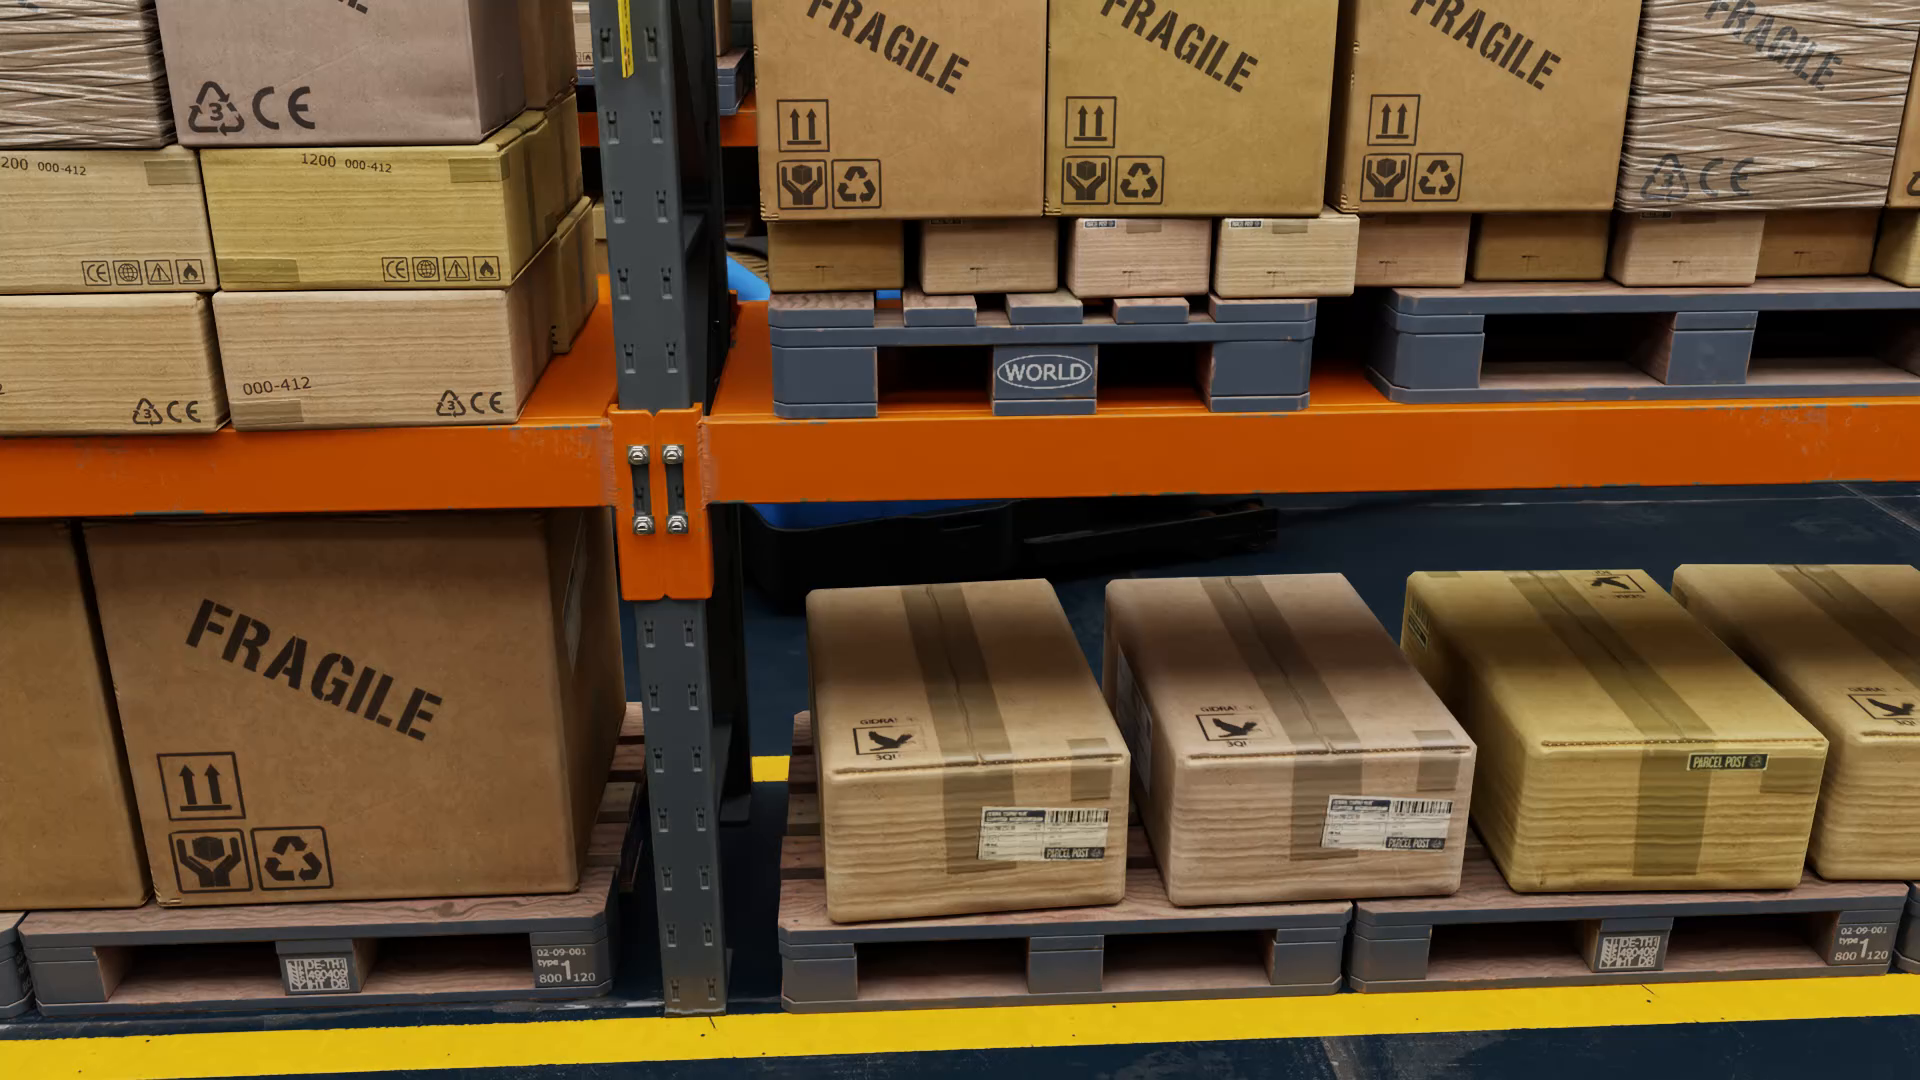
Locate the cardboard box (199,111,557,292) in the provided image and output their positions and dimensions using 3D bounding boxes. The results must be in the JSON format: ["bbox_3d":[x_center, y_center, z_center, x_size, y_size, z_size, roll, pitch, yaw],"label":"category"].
[{"bbox_3d":[-1.053,-0.641,3.097,0.500,0.250,0.500,-1,21,-3],"label":"cardboard box"}]

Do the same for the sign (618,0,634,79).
[{"bbox_3d":[-0.549,-0.922,2.699,0.005,0.325,0.100,-1,21,-3],"label":"sign"}]

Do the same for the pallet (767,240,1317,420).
[{"bbox_3d":[0.121,-0.540,3.594,1.003,0.211,1.213,-1,21,-3],"label":"pallet"}]

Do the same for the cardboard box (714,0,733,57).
[{"bbox_3d":[-1.394,-2.629,8.079,0.500,0.500,0.500,0,21,-1],"label":"cardboard box"}]

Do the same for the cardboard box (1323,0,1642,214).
[{"bbox_3d":[0.928,-0.913,3.154,0.500,0.500,0.500,-1,21,-2],"label":"cardboard box"}]

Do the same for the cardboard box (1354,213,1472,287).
[{"bbox_3d":[0.823,-0.611,3.273,0.250,0.149,0.380,0,21,0],"label":"cardboard box"}]

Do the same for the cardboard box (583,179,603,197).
[{"bbox_3d":[-1.920,-1.743,8.494,0.250,0.149,0.380,-1,21,-2],"label":"cardboard box"}]

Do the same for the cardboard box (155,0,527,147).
[{"bbox_3d":[-1.086,-0.988,2.955,0.500,0.500,0.500,-2,21,-5],"label":"cardboard box"}]

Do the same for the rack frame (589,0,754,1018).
[{"bbox_3d":[-0.584,-0.578,3.422,0.127,3.000,1.000,-1,21,-3],"label":"rack frame"}]

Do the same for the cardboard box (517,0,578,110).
[{"bbox_3d":[-1.091,-1.169,3.429,0.500,0.500,0.500,-2,21,-5],"label":"cardboard box"}]

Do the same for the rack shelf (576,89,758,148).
[{"bbox_3d":[-2.868,-1.964,8.075,4.000,0.370,1.077,-1,21,-3],"label":"rack shelf"}]

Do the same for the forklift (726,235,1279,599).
[{"bbox_3d":[0.610,-1.473,5.871,3.031,2.935,1.130,-8,22,-21],"label":"forklift"}]

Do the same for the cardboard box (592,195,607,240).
[{"bbox_3d":[-1.621,-1.555,8.002,0.250,0.149,0.380,-2,21,-6],"label":"cardboard box"}]

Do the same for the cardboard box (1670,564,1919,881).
[{"bbox_3d":[2.168,0.400,3.957,0.625,0.372,0.950,0,21,0],"label":"cardboard box"}]

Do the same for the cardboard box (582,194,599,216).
[{"bbox_3d":[-1.886,-1.566,8.029,0.250,0.149,0.380,-2,21,-5],"label":"cardboard box"}]

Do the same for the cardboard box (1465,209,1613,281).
[{"bbox_3d":[1.103,-0.631,3.324,0.250,0.149,0.380,0,21,-1],"label":"cardboard box"}]

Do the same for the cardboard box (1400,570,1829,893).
[{"bbox_3d":[1.474,0.415,3.918,0.625,0.372,0.950,0,21,-1],"label":"cardboard box"}]

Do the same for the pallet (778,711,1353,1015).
[{"bbox_3d":[0.196,0.710,3.959,1.213,0.211,1.003,-1,21,-3],"label":"pallet"}]

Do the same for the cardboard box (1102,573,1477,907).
[{"bbox_3d":[0.717,0.428,3.883,0.625,0.372,0.950,-2,21,-4],"label":"cardboard box"}]

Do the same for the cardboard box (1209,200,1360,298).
[{"bbox_3d":[0.587,-0.578,3.187,0.250,0.149,0.380,-1,21,-3],"label":"cardboard box"}]

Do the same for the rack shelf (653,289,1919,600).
[{"bbox_3d":[1.412,-0.282,3.657,4.000,0.370,1.077,-1,21,-3],"label":"rack shelf"}]

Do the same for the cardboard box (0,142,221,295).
[{"bbox_3d":[-1.565,-0.629,3.066,0.500,0.250,0.500,-2,21,-4],"label":"cardboard box"}]

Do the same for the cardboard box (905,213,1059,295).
[{"bbox_3d":[0.035,-0.591,3.220,0.250,0.149,0.380,-2,21,-6],"label":"cardboard box"}]

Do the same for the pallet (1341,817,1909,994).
[{"bbox_3d":[1.411,0.686,4.021,1.213,0.211,1.003,-1,21,-3],"label":"pallet"}]

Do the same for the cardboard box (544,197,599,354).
[{"bbox_3d":[-1.087,-0.587,3.658,0.500,0.250,0.500,-2,21,-4],"label":"cardboard box"}]

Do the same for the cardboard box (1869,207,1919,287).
[{"bbox_3d":[1.892,-0.614,3.280,0.250,0.149,0.380,-1,21,-3],"label":"cardboard box"}]

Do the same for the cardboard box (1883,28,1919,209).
[{"bbox_3d":[1.951,-0.931,3.202,0.500,0.500,0.500,0,21,-1],"label":"cardboard box"}]

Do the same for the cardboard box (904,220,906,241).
[{"bbox_3d":[-0.007,-0.778,3.711,0.250,0.149,0.380,-1,21,-2],"label":"cardboard box"}]

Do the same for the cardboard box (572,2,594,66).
[{"bbox_3d":[-1.906,-2.331,7.647,0.500,0.250,0.500,-2,21,-6],"label":"cardboard box"}]

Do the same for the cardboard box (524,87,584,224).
[{"bbox_3d":[-1.104,-0.819,3.564,0.500,0.250,0.500,-1,21,-3],"label":"cardboard box"}]

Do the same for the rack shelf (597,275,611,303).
[{"bbox_3d":[-1.480,-0.730,5.634,1.000,0.278,0.538,1,21,1],"label":"rack shelf"}]

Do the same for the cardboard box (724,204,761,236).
[{"bbox_3d":[-1.308,-1.460,8.663,0.500,0.500,0.500,0,21,-1],"label":"cardboard box"}]

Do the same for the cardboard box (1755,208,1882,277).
[{"bbox_3d":[1.623,-0.645,3.362,0.250,0.149,0.380,-2,21,-5],"label":"cardboard box"}]

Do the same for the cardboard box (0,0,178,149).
[{"bbox_3d":[-1.597,-0.975,2.920,0.500,0.500,0.500,-1,21,-2],"label":"cardboard box"}]

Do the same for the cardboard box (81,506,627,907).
[{"bbox_3d":[-1.279,0.204,3.766,0.875,0.875,0.875,-1,21,-4],"label":"cardboard box"}]

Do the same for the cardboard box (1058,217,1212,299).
[{"bbox_3d":[0.311,-0.580,3.192,0.250,0.149,0.380,-3,21,-7],"label":"cardboard box"}]

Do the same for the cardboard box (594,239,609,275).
[{"bbox_3d":[-1.781,-1.277,8.184,0.500,0.500,0.500,-1,21,-4],"label":"cardboard box"}]

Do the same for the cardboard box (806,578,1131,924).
[{"bbox_3d":[-0.020,0.446,3.836,0.625,0.372,0.950,-3,21,-7],"label":"cardboard box"}]

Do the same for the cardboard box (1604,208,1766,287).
[{"bbox_3d":[1.367,-0.613,3.277,0.250,0.149,0.380,-1,21,-1],"label":"cardboard box"}]

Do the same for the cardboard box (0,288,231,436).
[{"bbox_3d":[-1.583,-0.389,3.138,0.500,0.250,0.500,-1,21,-2],"label":"cardboard box"}]

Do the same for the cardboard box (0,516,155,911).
[{"bbox_3d":[-2.169,0.220,3.723,0.875,0.875,0.875,-1,21,-2],"label":"cardboard box"}]

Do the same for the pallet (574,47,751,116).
[{"bbox_3d":[-1.544,-2.212,7.986,1.003,0.211,1.213,-1,21,-3],"label":"pallet"}]

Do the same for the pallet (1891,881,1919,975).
[{"bbox_3d":[2.632,0.661,4.089,1.213,0.211,1.003,-1,21,-3],"label":"pallet"}]

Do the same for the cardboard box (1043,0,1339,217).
[{"bbox_3d":[0.398,-0.900,3.120,0.500,0.500,0.500,0,21,0],"label":"cardboard box"}]

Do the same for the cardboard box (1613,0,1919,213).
[{"bbox_3d":[1.428,-0.920,3.173,0.500,0.500,0.500,-2,21,-5],"label":"cardboard box"}]

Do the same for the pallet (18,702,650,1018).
[{"bbox_3d":[-1.376,0.715,3.947,1.213,0.211,1.003,-1,21,-3],"label":"pallet"}]

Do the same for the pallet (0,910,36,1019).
[{"bbox_3d":[-2.591,0.738,3.885,1.213,0.211,1.003,-1,21,-3],"label":"pallet"}]

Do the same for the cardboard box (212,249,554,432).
[{"bbox_3d":[-1.074,-0.405,3.180,0.500,0.250,0.500,-2,21,-5],"label":"cardboard box"}]

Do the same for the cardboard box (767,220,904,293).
[{"bbox_3d":[-0.249,-0.597,3.236,0.250,0.149,0.380,-2,21,-6],"label":"cardboard box"}]

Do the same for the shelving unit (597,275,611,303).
[{"bbox_3d":[-1.480,-0.456,5.738,1.048,1.125,0.538,1,21,1],"label":"shelving unit"}]

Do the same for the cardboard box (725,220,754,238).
[{"bbox_3d":[-1.281,-1.284,8.200,0.500,0.500,0.500,-1,21,-1],"label":"cardboard box"}]

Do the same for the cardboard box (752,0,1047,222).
[{"bbox_3d":[-0.122,-0.887,3.085,0.500,0.500,0.500,-2,21,-5],"label":"cardboard box"}]

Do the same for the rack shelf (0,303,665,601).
[{"bbox_3d":[-2.581,-0.201,3.444,4.000,0.370,1.077,-1,21,-3],"label":"rack shelf"}]

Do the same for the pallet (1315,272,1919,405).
[{"bbox_3d":[1.390,-0.543,3.600,1.213,0.211,1.003,-1,21,-3],"label":"pallet"}]
